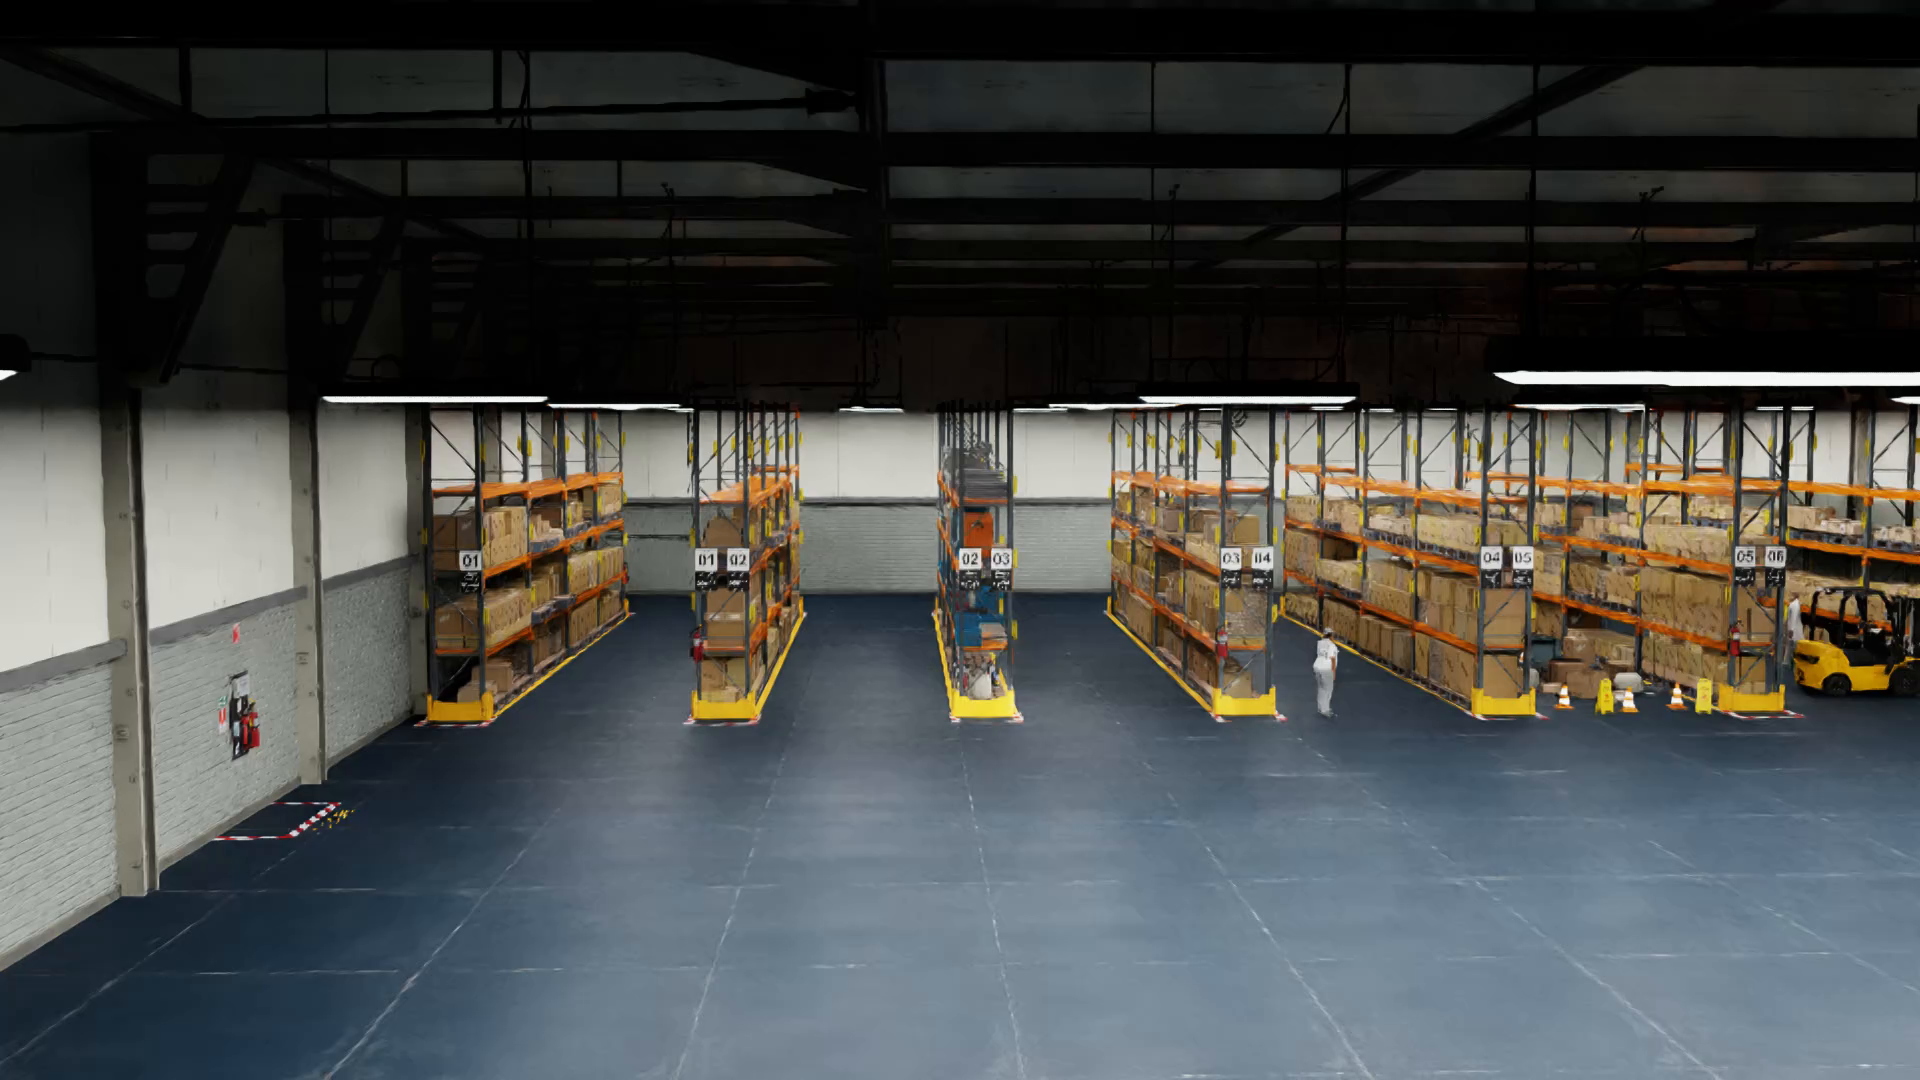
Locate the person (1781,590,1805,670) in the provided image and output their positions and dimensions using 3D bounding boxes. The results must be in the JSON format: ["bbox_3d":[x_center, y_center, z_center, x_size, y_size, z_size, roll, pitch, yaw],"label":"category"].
[{"bbox_3d":[18.611,1.994,37.198,0.641,1.771,0.693,2,5,23],"label":"person"}]

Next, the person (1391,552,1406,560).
[{"bbox_3d":[13.175,1.038,49.873,0.447,1.777,0.692,-3,5,-36],"label":"person"}]

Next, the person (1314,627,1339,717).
[{"bbox_3d":[6.981,2.483,31.570,0.463,1.673,0.576,-2,5,-23],"label":"person"}]
